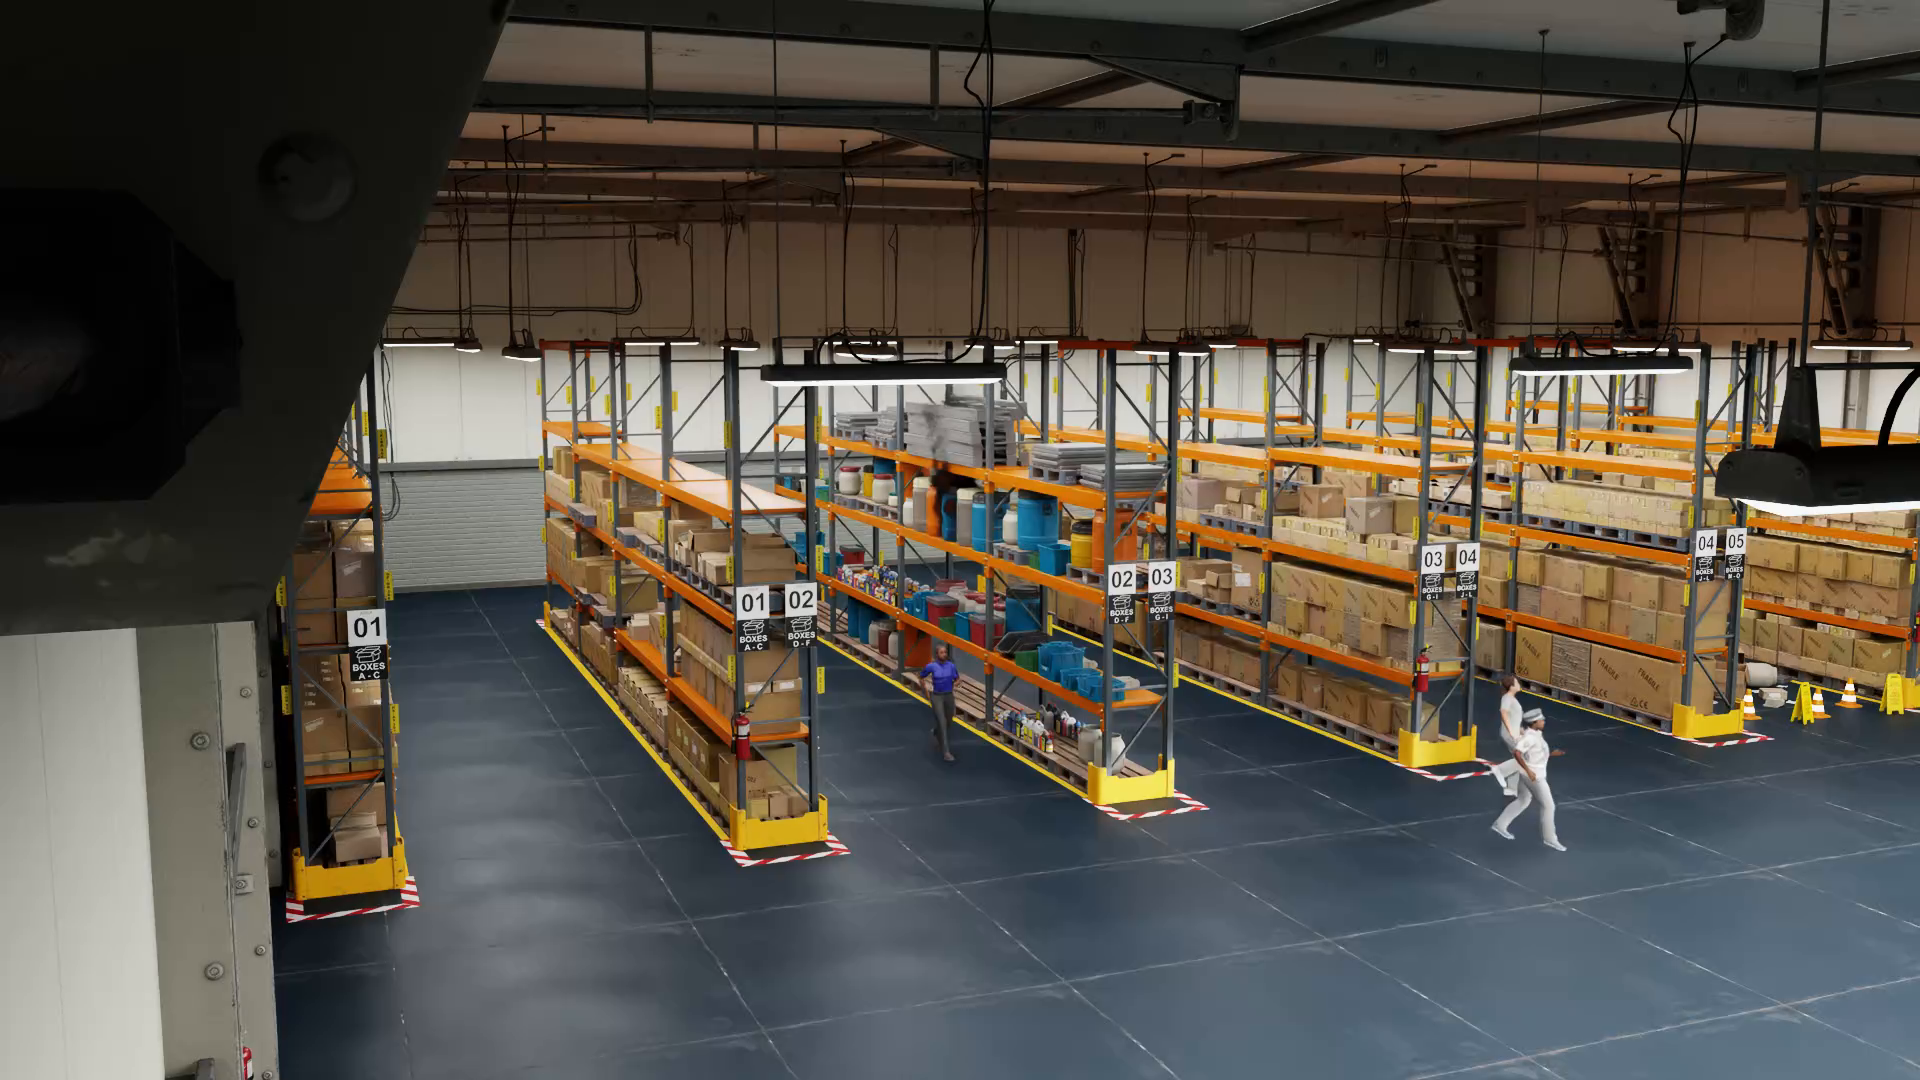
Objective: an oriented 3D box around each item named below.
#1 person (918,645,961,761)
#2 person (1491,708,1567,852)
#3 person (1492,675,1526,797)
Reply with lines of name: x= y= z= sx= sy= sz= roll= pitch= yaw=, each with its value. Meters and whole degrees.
person: x=-0.273 y=2.342 z=24.360 sx=0.583 sy=1.633 sz=0.924 roll=-3 pitch=8 yaw=-25
person: x=6.903 y=2.875 z=20.091 sx=0.866 sy=1.727 sz=0.563 roll=1 pitch=8 yaw=10
person: x=7.465 y=2.625 z=22.469 sx=0.531 sy=1.594 sz=0.597 roll=2 pitch=8 yaw=12
